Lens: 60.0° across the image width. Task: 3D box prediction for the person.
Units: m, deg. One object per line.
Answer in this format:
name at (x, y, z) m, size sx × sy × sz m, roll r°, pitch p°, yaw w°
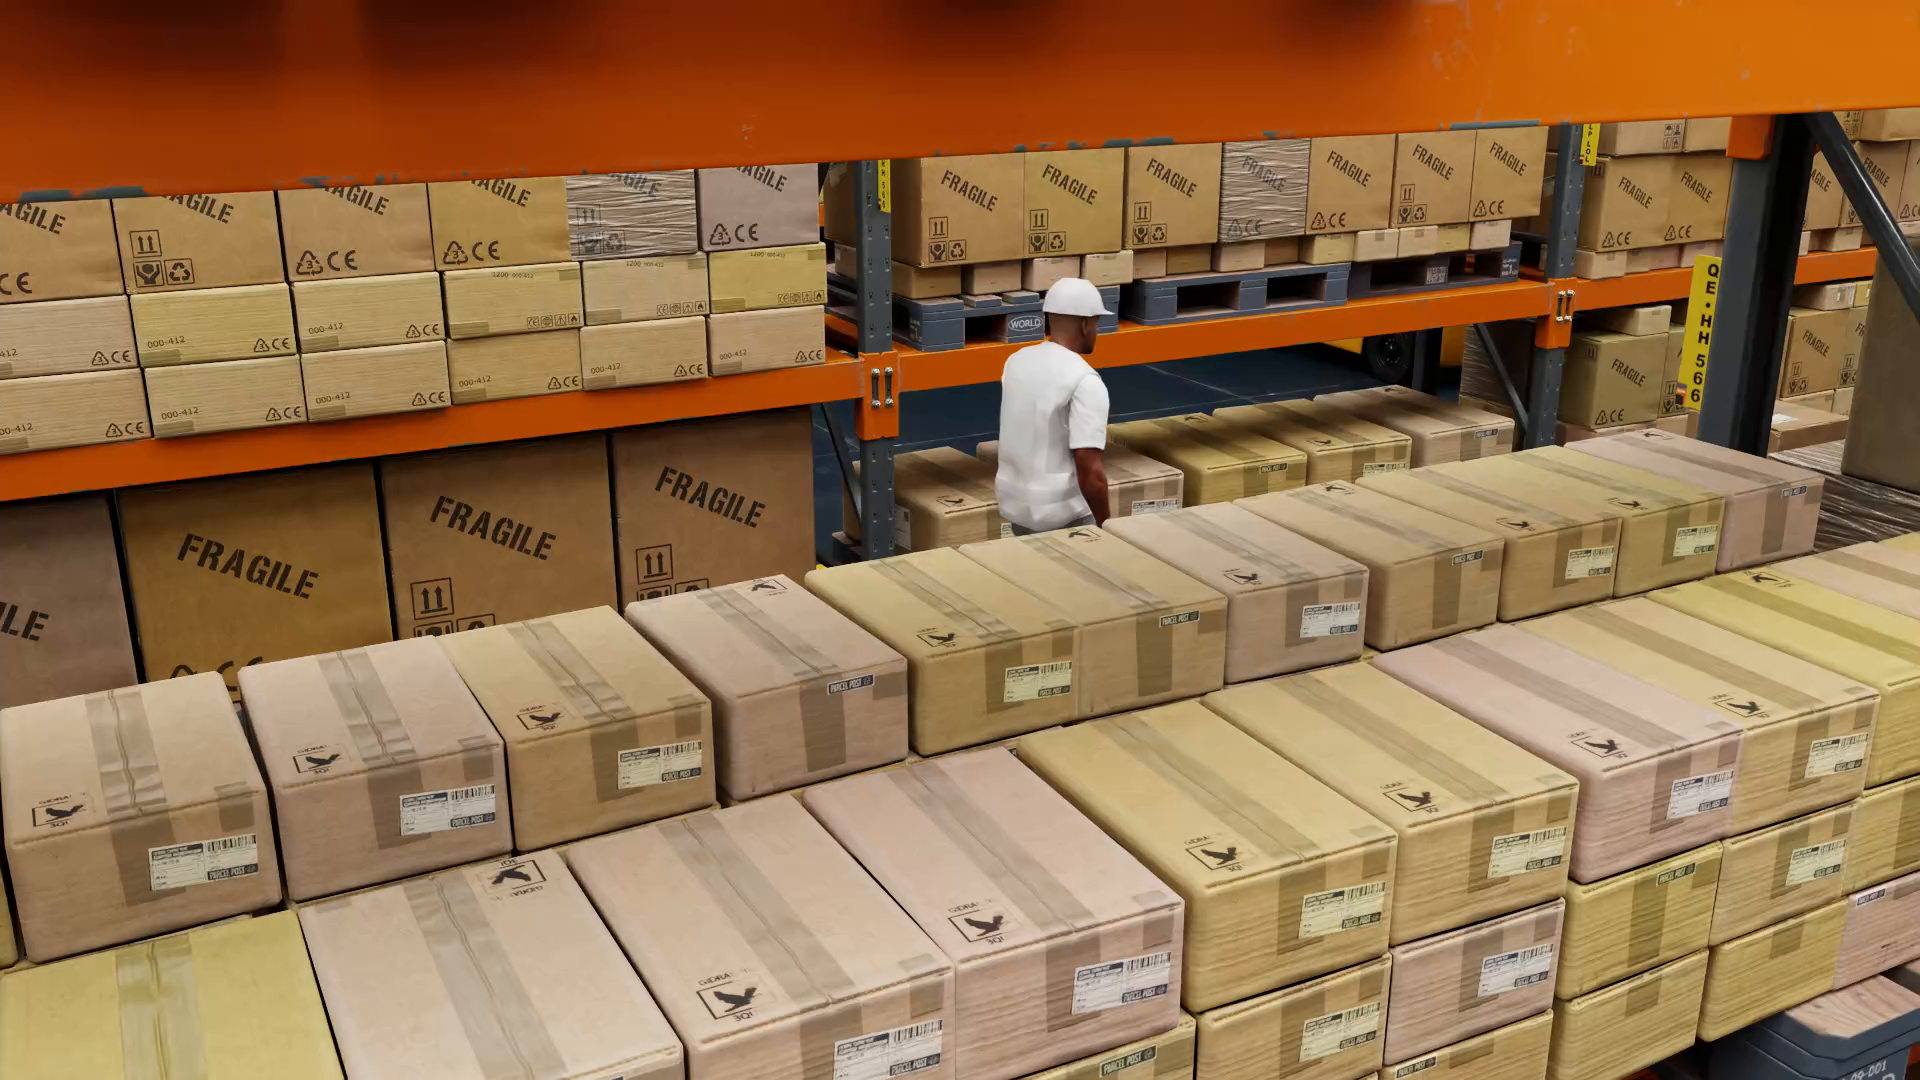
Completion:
person at (0.384, -0.123, 6.400) m, size 0.458 × 1.760 × 0.626 m, roll -11°, pitch 22°, yaw -31°
